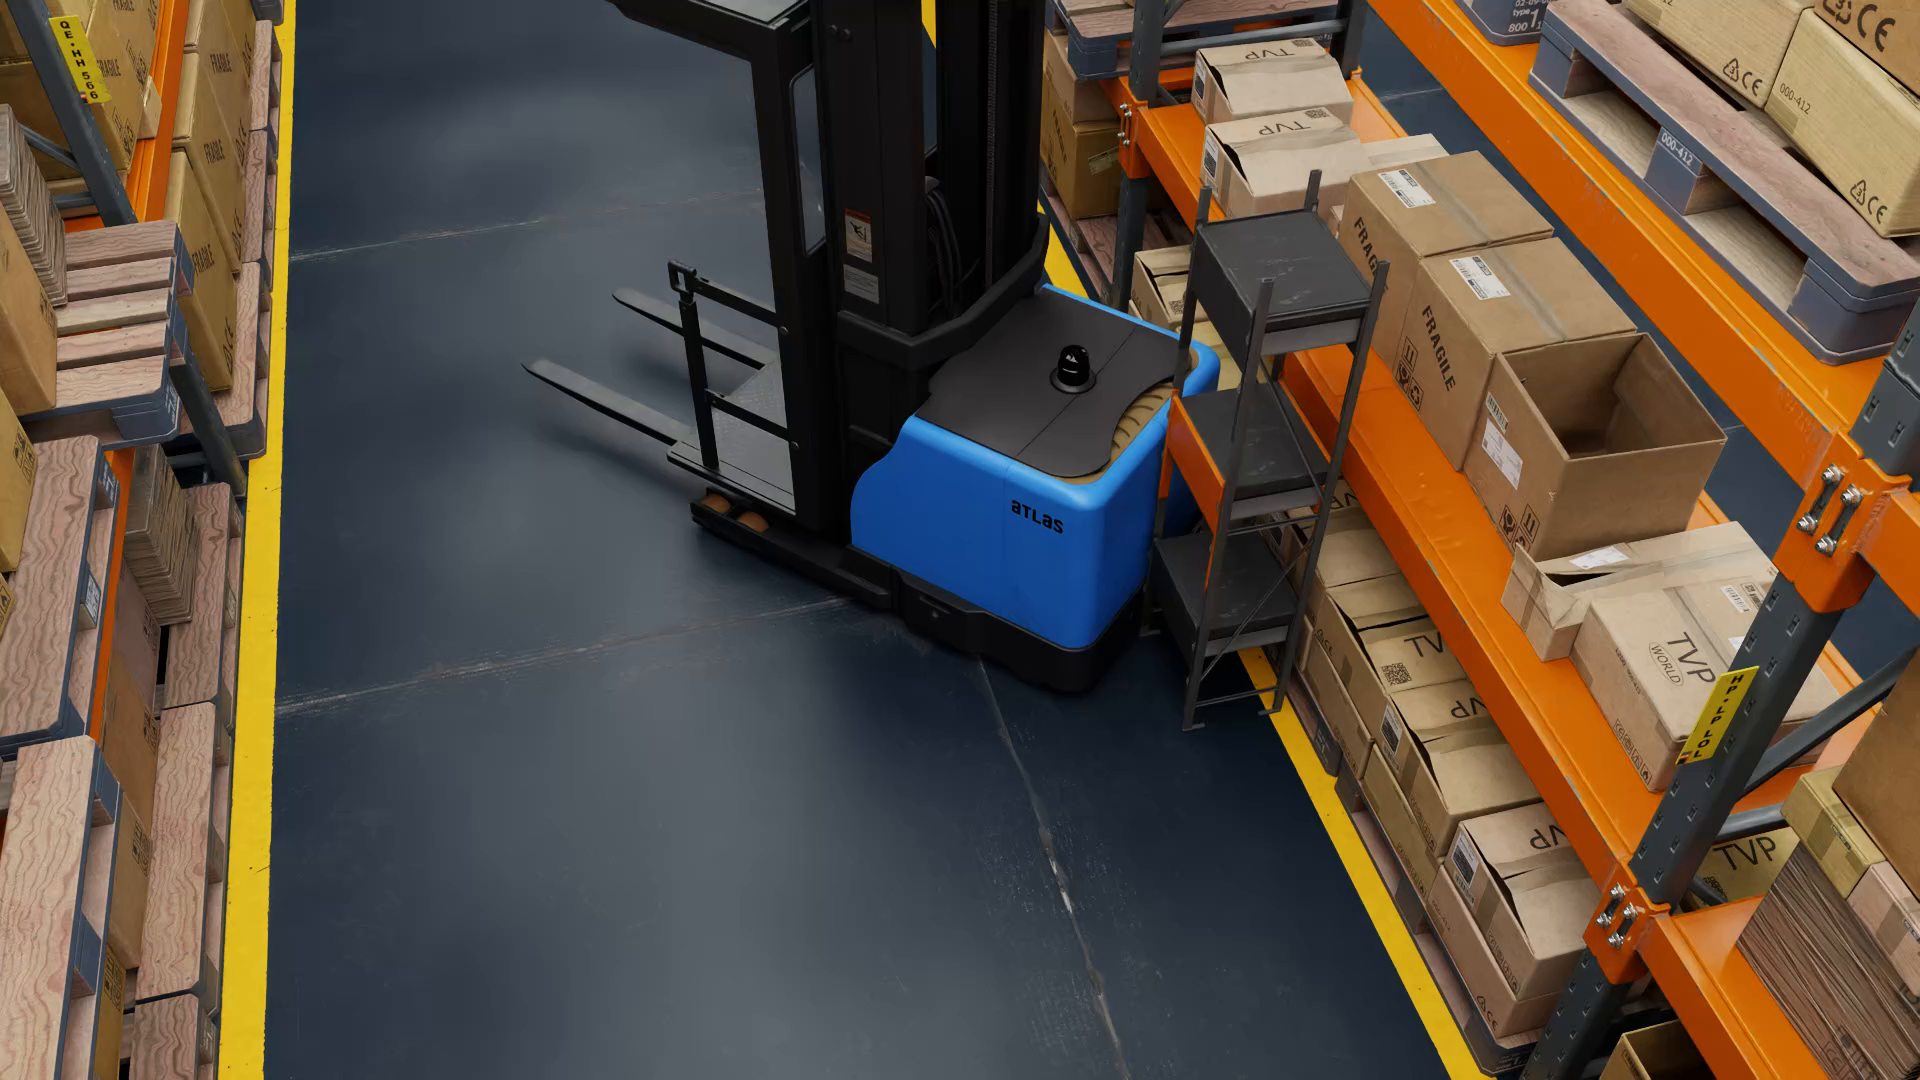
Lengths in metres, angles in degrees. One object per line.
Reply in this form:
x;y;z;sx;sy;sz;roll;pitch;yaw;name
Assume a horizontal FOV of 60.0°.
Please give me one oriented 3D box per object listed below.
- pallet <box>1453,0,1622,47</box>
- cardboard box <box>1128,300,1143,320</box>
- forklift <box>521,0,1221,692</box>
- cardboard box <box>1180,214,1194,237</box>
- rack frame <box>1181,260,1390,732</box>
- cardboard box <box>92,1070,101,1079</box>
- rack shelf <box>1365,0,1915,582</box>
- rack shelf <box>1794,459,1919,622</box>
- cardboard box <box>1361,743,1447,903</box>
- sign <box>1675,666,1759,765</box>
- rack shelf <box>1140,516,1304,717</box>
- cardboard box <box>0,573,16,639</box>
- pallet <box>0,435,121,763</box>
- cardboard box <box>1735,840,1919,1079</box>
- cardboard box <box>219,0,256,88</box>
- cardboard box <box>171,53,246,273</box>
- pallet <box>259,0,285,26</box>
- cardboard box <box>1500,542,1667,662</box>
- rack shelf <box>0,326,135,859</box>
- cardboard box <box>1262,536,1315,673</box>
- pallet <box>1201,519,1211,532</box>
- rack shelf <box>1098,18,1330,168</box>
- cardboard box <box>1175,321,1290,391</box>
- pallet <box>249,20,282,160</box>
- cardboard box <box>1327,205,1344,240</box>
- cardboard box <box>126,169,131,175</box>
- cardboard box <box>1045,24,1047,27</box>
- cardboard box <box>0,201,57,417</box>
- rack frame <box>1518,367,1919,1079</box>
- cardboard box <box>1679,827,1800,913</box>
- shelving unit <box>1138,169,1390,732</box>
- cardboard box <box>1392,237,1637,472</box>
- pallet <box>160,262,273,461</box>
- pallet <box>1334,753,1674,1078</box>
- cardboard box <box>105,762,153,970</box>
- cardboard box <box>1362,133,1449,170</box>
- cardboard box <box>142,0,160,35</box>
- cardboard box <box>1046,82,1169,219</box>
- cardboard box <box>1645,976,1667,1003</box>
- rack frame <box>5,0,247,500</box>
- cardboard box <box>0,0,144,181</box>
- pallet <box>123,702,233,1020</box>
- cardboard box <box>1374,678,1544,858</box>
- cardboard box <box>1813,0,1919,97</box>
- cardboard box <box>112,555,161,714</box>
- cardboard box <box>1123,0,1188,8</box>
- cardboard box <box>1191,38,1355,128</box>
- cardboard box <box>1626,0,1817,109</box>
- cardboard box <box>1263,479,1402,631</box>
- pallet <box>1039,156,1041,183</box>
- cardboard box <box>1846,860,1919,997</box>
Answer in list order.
1.757;-1.851;4.746;1.003;0.211;1.213;-9;46;-8;pallet
1.058;-0.860;7.375;0.500;0.250;0.500;-11;47;-10;cardboard box
-0.525;-1.271;6.194;3.031;2.935;1.130;25;51;23;forklift
1.367;-1.736;8.044;0.500;0.500;0.500;-9;46;-9;cardboard box
1.047;-0.047;5.572;0.400;2.100;0.015;-10;47;-11;rack frame
-2.761;1.795;4.584;0.700;0.500;0.500;-9;46;-9;cardboard box
1.720;-1.508;4.782;1.077;0.370;4.000;-11;47;-10;rack shelf
2.744;1.254;2.075;1.077;0.370;4.000;-11;47;-10;rack shelf
1.717;0.903;5.646;0.500;0.250;0.500;-11;47;-11;cardboard box
1.710;0.399;3.754;0.100;0.325;0.005;-11;47;-10;sign
0.973;0.282;6.246;0.431;0.518;0.480;-10;47;-11;rack shelf
-2.988;0.197;4.330;0.700;0.500;0.500;-5;46;-5;cardboard box
-3.034;0.244;4.796;1.003;0.211;1.213;-11;47;-10;pallet
2.351;0.941;3.908;0.700;0.500;0.500;-12;47;-11;cardboard box
-4.312;-2.914;8.967;0.750;0.750;0.750;-10;46;-10;cardboard box
-3.860;-1.715;7.792;0.750;0.750;0.750;-11;47;-11;cardboard box
-4.723;-3.507;10.290;1.003;0.211;1.213;-11;47;-10;pallet
1.829;0.145;4.853;0.396;0.266;0.258;-12;47;-11;cardboard box
-3.068;0.450;4.963;1.077;0.370;4.000;-11;47;-10;rack shelf
1.457;0.199;6.337;0.500;0.250;0.500;-10;46;-10;cardboard box
1.381;-0.539;7.381;1.003;0.211;1.213;-11;47;-10;pallet
0.696;-3.220;8.560;1.077;0.370;4.000;-11;47;-10;rack shelf
1.200;-0.695;6.820;0.500;0.311;0.500;-12;47;-11;cardboard box
-4.334;-2.449;9.253;1.003;0.211;1.213;-11;47;-10;pallet
1.589;-1.133;6.186;0.380;0.149;0.250;-8;46;-7;cardboard box
-3.496;-1.547;6.578;0.380;0.149;0.250;-10;46;-10;cardboard box
0.469;-2.691;8.980;0.500;0.500;0.500;-12;47;-12;cardboard box
-3.281;-0.668;5.177;0.700;0.500;0.500;-15;47;-14;cardboard box
2.232;0.671;4.243;1.000;3.000;0.127;-11;47;-10;rack frame
2.367;0.959;5.199;0.500;0.311;0.500;-11;47;-10;cardboard box
0.983;-0.216;5.735;0.431;2.100;0.503;-10;47;-11;shelving unit
1.788;-0.607;5.425;0.500;0.500;0.500;-11;47;-10;cardboard box
-3.709;-0.764;7.602;1.003;0.211;1.213;-11;47;-10;pallet
2.005;1.145;5.730;1.003;0.211;1.213;-11;47;-10;pallet
-3.033;1.088;5.277;0.700;0.500;0.500;-10;46;-10;cardboard box
1.705;-1.432;6.480;0.380;0.149;0.250;-11;47;-10;cardboard box
-3.708;-2.417;6.977;0.500;0.500;0.500;-11;47;-10;cardboard box
0.741;-1.973;8.276;0.500;0.500;0.500;-9;46;-9;cardboard box
2.368;1.163;5.392;0.500;0.250;0.500;-12;47;-11;cardboard box
-3.580;-1.182;6.059;1.000;3.000;0.127;-11;47;-10;rack frame
-3.457;-1.711;6.285;0.500;0.500;0.500;-9;46;-9;cardboard box
-3.073;1.174;5.702;1.003;0.211;1.213;-11;47;-10;pallet
1.712;0.705;5.448;0.500;0.311;0.500;-10;46;-9;cardboard box
2.112;-1.169;3.232;0.500;0.500;0.500;-10;46;-10;cardboard box
-3.326;0.403;5.948;0.700;0.500;0.500;-11;47;-10;cardboard box
0.937;-2.687;7.170;0.700;0.500;0.500;-26;51;-23;cardboard box
1.259;-1.800;6.727;0.500;0.311;0.500;-8;46;-8;cardboard box
1.940;-1.279;3.865;0.500;0.250;0.500;-15;47;-14;cardboard box
1.461;0.012;6.127;0.500;0.311;0.500;-11;47;-11;cardboard box
0.744;-2.478;9.281;1.003;0.211;1.213;-11;47;-10;pallet
2.178;0.803;3.589;0.380;0.149;0.250;-10;46;-10;cardboard box
